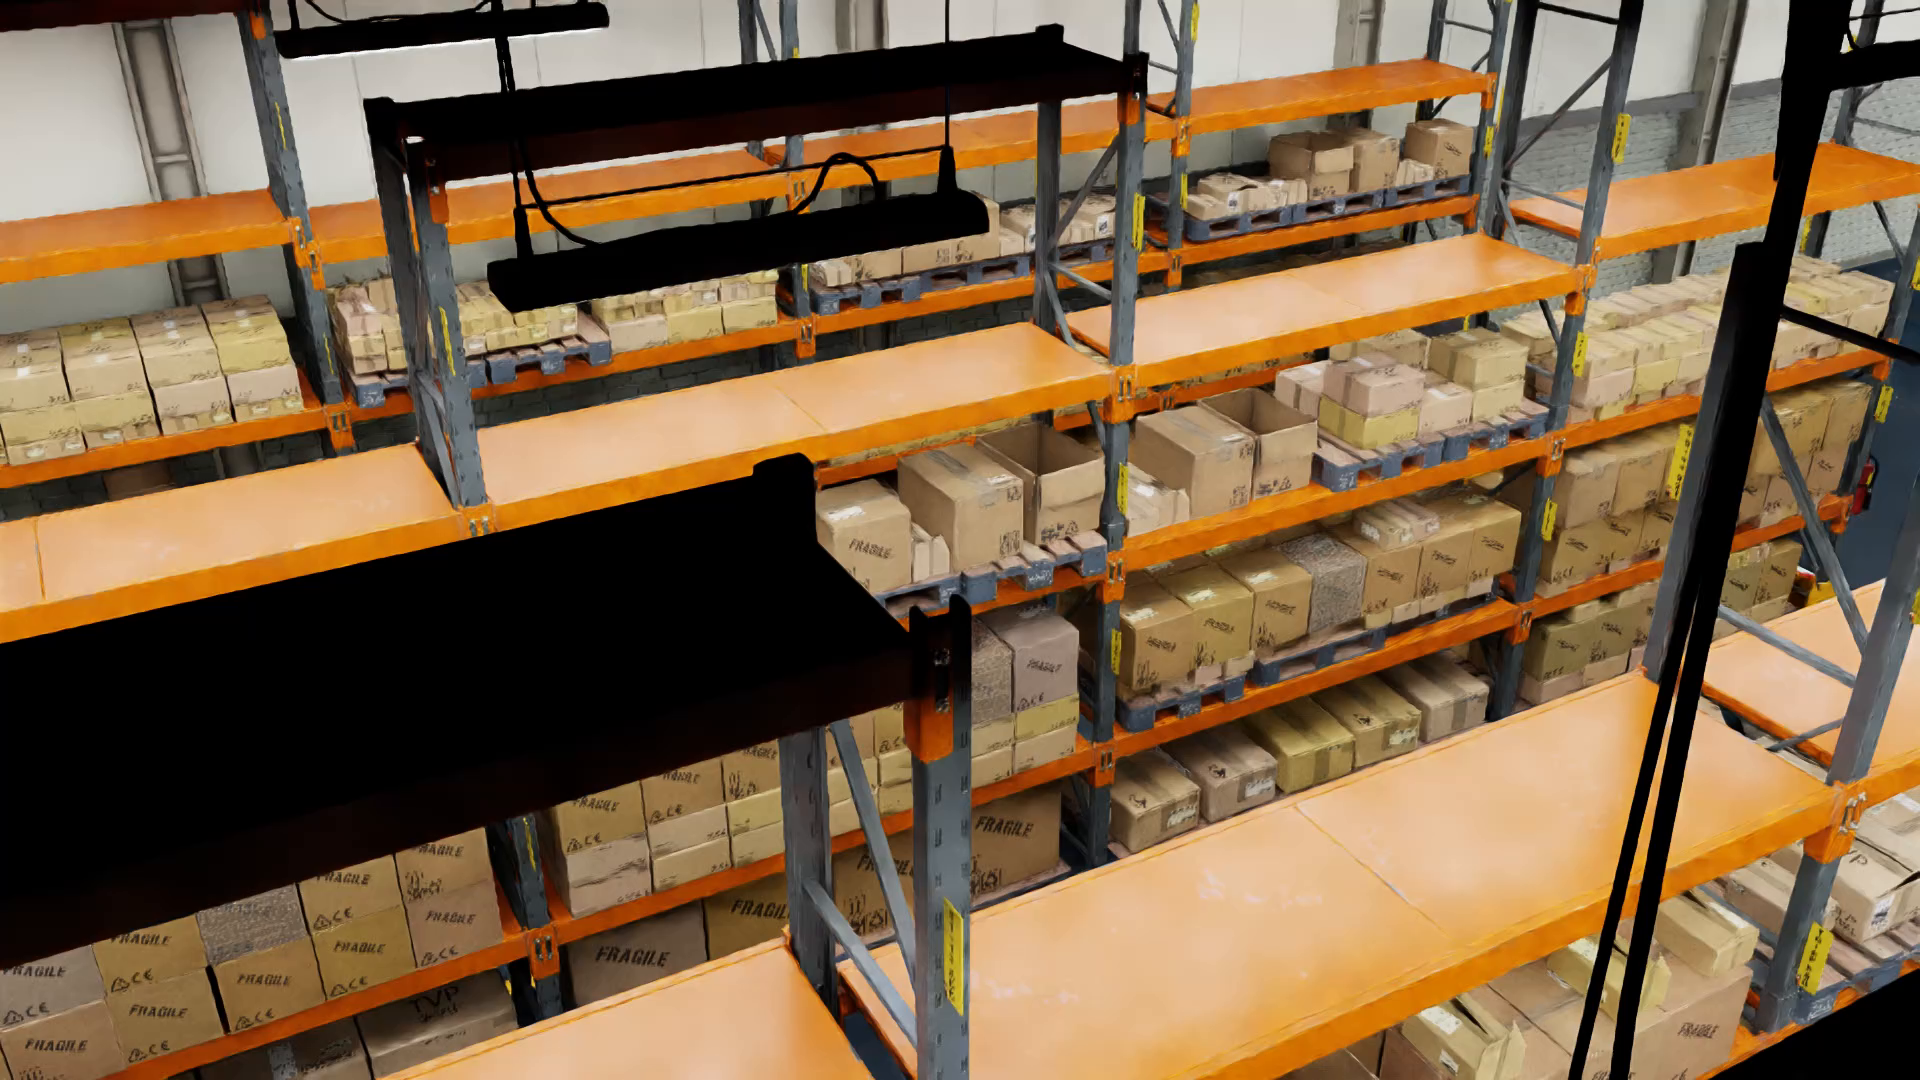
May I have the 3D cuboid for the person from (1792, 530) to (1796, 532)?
[{"bbox_3d":[8.172,-0.848,16.881,0.939,1.591,0.505,-4,28,-7],"label":"person"}]
